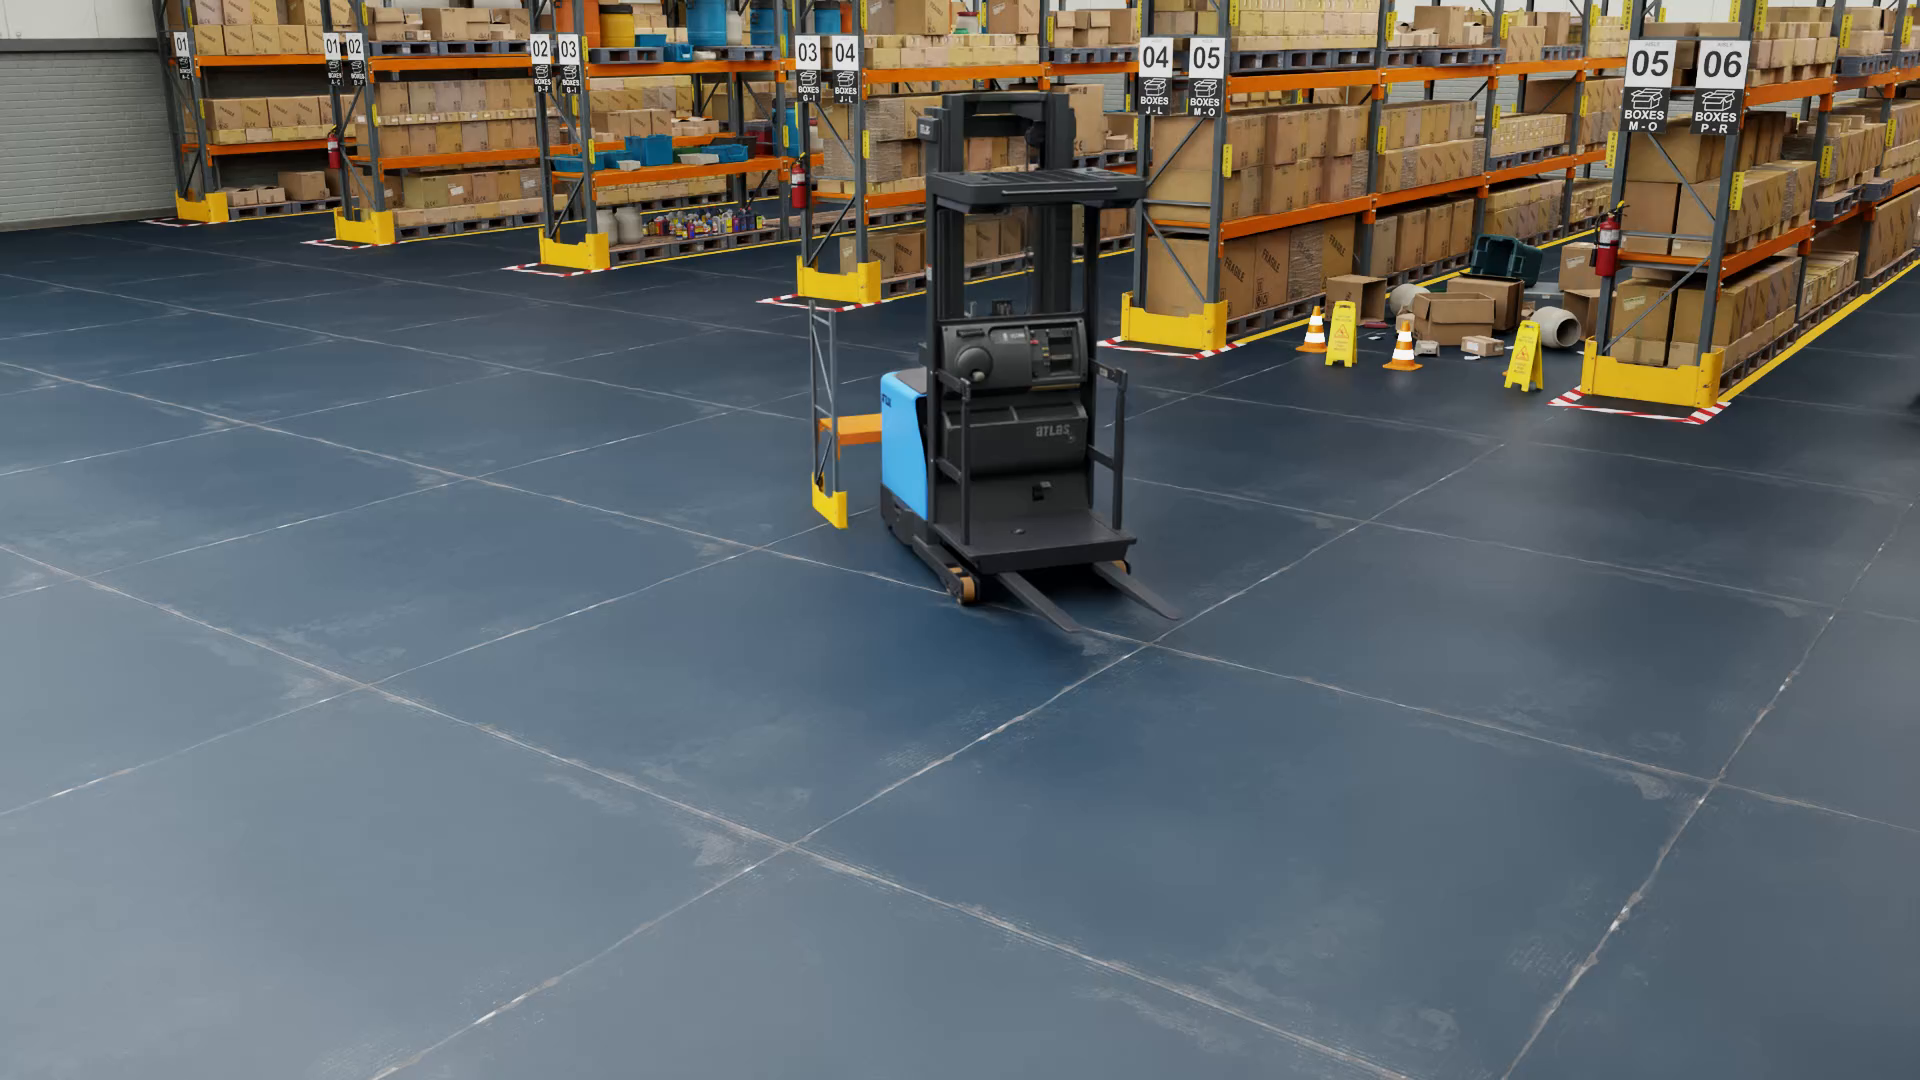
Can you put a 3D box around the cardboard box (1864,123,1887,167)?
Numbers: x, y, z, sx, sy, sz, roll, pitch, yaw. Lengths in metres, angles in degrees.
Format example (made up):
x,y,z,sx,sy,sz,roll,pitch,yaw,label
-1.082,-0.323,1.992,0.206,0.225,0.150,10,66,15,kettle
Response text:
x,y,z,sx,sy,sz,roll,pitch,yaw,label
11.094,-4.885,20.537,0.500,0.500,0.500,12,21,33,cardboard box

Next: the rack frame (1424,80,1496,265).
x,y,z,sx,sy,sz,roll,pitch,yaw,label
7.106,-5.502,23.904,1.000,3.000,0.127,12,21,35,rack frame

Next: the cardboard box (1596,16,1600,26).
x,y,z,sx,sy,sz,roll,pitch,yaw,label
10.046,-8.331,26.692,0.380,0.149,0.250,11,21,32,cardboard box

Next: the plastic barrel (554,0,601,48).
x,y,z,sx,sy,sz,roll,pitch,yaw,label
-5.374,-7.349,23.361,0.600,0.830,0.708,12,21,35,plastic barrel

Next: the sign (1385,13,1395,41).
x,y,z,sx,sy,sz,roll,pitch,yaw,label
5.169,-6.169,19.989,0.100,0.325,0.005,12,21,35,sign

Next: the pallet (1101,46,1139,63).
x,y,z,sx,sy,sz,roll,pitch,yaw,label
1.868,-7.169,24.529,1.213,0.211,1.003,12,21,35,pallet

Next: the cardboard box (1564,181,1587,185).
x,y,z,sx,sy,sz,roll,pitch,yaw,label
10.885,-6.268,29.466,0.380,0.149,0.250,11,20,32,cardboard box

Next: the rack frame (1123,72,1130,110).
x,y,z,sx,sy,sz,roll,pitch,yaw,label
3.971,-9.183,35.758,1.000,3.000,0.127,12,21,35,rack frame

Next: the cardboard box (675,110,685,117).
x,y,z,sx,sy,sz,roll,pitch,yaw,label
-6.474,-9.676,37.735,0.380,0.149,0.250,13,21,36,cardboard box

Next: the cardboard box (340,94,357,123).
x,y,z,sx,sy,sz,roll,pitch,yaw,label
-11.461,-8.085,31.176,0.500,0.500,0.500,12,21,34,cardboard box

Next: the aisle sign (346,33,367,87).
x,y,z,sx,sy,sz,roll,pitch,yaw,label
-9.331,-7.421,25.698,0.394,0.787,0.004,12,21,35,aisle sign

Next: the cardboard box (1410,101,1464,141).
x,y,z,sx,sy,sz,roll,pitch,yaw,label
6.530,-5.802,23.014,0.700,0.500,0.500,12,21,34,cardboard box

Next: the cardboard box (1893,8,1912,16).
x,y,z,sx,sy,sz,roll,pitch,yaw,label
14.302,-7.661,24.748,0.797,0.503,0.637,14,22,39,cardboard box

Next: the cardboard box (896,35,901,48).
x,y,z,sx,sy,sz,roll,pitch,yaw,label
-0.951,-6.200,20.674,0.380,0.149,0.250,12,21,34,cardboard box

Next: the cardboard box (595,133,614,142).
x,y,z,sx,sy,sz,roll,pitch,yaw,label
-6.462,-7.256,29.977,0.380,0.149,0.250,12,21,35,cardboard box

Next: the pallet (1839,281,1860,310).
x,y,z,sx,sy,sz,roll,pitch,yaw,label
10.674,-3.134,20.980,1.003,0.211,1.213,12,21,35,pallet

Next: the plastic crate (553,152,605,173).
x,y,z,sx,sy,sz,roll,pitch,yaw,label
-5.504,-5.474,24.063,0.499,0.251,0.616,12,21,35,plastic crate

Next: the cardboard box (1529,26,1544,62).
x,y,z,sx,sy,sz,roll,pitch,yaw,label
8.246,-7.312,24.505,0.500,0.500,0.500,12,21,35,cardboard box

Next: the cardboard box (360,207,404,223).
x,y,z,sx,sy,sz,roll,pitch,yaw,label
-9.456,-5.316,27.233,0.500,0.250,0.500,12,21,35,cardboard box

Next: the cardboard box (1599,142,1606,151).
x,y,z,sx,sy,sz,roll,pitch,yaw,label
10.666,-6.667,28.078,0.380,0.149,0.250,14,22,37,cardboard box

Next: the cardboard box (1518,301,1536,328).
x,y,z,sx,sy,sz,roll,pitch,yaw,label
6.549,-2.578,19.099,0.258,0.266,0.396,-1,17,-3,cardboard box

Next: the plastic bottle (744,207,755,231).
x,y,z,sx,sy,sz,roll,pitch,yaw,label
-3.331,-5.066,26.224,0.144,0.351,0.185,12,21,33,plastic bottle

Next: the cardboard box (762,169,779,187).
x,y,z,sx,sy,sz,roll,pitch,yaw,label
-3.963,-7.354,33.341,0.500,0.500,0.500,12,21,33,cardboard box

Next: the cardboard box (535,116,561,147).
x,y,z,sx,sy,sz,roll,pitch,yaw,label
-7.414,-7.142,29.017,0.700,0.500,0.500,12,21,33,cardboard box

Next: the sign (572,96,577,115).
x,y,z,sx,sy,sz,roll,pitch,yaw,label
-6.708,-7.555,28.921,0.100,0.325,0.005,12,21,35,sign

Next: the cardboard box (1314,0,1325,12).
x,y,z,sx,sy,sz,roll,pitch,yaw,label
3.856,-5.986,18.607,0.380,0.149,0.250,13,21,35,cardboard box

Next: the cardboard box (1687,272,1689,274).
x,y,z,sx,sy,sz,roll,pitch,yaw,label
7.118,-2.760,16.642,0.380,0.149,0.250,14,22,37,cardboard box

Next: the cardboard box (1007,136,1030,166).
x,y,z,sx,sy,sz,roll,pitch,yaw,label
0.481,-5.544,23.367,0.875,0.500,0.500,12,21,35,cardboard box

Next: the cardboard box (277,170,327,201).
x,y,z,sx,sy,sz,roll,pitch,yaw,label
-12.217,-6.590,30.881,0.700,0.500,0.500,11,20,31,cardboard box

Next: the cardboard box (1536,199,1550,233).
x,y,z,sx,sy,sz,roll,pitch,yaw,label
8.944,-5.119,26.176,0.500,0.500,0.500,12,21,33,cardboard box

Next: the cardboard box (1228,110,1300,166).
x,y,z,sx,sy,sz,roll,pitch,yaw,label
3.288,-4.522,18.675,0.875,0.550,0.550,12,21,35,cardboard box

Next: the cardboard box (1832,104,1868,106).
x,y,z,sx,sy,sz,roll,pitch,yaw,label
11.840,-5.587,22.323,0.500,0.500,0.500,12,21,35,cardboard box

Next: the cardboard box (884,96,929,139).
x,y,z,sx,sy,sz,roll,pitch,yaw,label
-0.734,-5.365,21.107,0.500,0.500,0.500,12,21,35,cardboard box

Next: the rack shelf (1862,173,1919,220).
x,y,z,sx,sy,sz,roll,pitch,yaw,label
12.333,-4.784,22.806,1.077,0.370,4.000,12,21,35,rack shelf

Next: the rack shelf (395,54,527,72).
x,y,z,sx,sy,sz,roll,pitch,yaw,label
-9.943,-9.641,33.388,1.077,0.370,4.000,12,21,35,rack shelf

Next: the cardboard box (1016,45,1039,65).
x,y,z,sx,sy,sz,roll,pitch,yaw,label
0.737,-6.656,22.816,0.500,0.250,0.500,13,22,37,cardboard box

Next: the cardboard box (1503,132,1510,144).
x,y,z,sx,sy,sz,roll,pitch,yaw,label
7.871,-5.934,24.507,0.380,0.149,0.250,12,21,33,cardboard box

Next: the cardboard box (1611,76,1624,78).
x,y,z,sx,sy,sz,roll,pitch,yaw,label
11.497,-7.801,28.952,0.500,0.500,0.500,12,21,33,cardboard box

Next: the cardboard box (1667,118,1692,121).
x,y,z,sx,sy,sz,roll,pitch,yaw,label
7.032,-3.833,16.172,0.700,0.500,0.500,12,21,34,cardboard box

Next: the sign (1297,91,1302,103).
x,y,z,sx,sy,sz,roll,pitch,yaw,label
6.007,-7.777,29.411,0.100,0.325,0.005,12,21,35,sign

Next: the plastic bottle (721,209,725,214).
x,y,z,sx,sy,sz,roll,pitch,yaw,label
-3.805,-5.139,26.574,0.061,0.283,0.133,12,21,35,plastic bottle

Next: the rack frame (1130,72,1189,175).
x,y,z,sx,sy,sz,roll,pitch,yaw,label
3.182,-6.403,26.804,1.000,3.000,0.127,12,21,35,rack frame

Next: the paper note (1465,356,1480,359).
x,y,z,sx,sy,sz,roll,pitch,yaw,label
5.339,-1.905,17.327,0.148,0.019,0.142,5,18,16,paper note

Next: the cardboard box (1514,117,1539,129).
x,y,z,sx,sy,sz,roll,pitch,yaw,label
8.629,-6.379,25.441,0.380,0.149,0.250,11,21,32,cardboard box

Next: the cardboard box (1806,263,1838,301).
x,y,z,sx,sy,sz,roll,pitch,yaw,label
9.907,-3.108,19.916,0.950,0.372,0.625,13,22,36,cardboard box

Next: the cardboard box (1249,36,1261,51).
x,y,z,sx,sy,sz,roll,pitch,yaw,label
2.952,-5.244,17.560,0.380,0.149,0.250,13,21,35,cardboard box

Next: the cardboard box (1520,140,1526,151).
x,y,z,sx,sy,sz,roll,pitch,yaw,label
8.323,-5.970,25.126,0.380,0.149,0.250,13,21,35,cardboard box

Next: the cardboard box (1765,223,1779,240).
x,y,z,sx,sy,sz,roll,pitch,yaw,label
7.908,-3.083,16.536,0.380,0.149,0.250,13,21,35,cardboard box

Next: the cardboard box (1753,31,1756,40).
x,y,z,sx,sy,sz,roll,pitch,yaw,label
6.888,-4.551,14.862,0.380,0.149,0.250,12,21,34,cardboard box

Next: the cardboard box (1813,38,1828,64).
x,y,z,sx,sy,sz,roll,pitch,yaw,label
8.411,-4.929,16.751,0.500,0.250,0.500,12,21,34,cardboard box

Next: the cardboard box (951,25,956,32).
x,y,z,sx,sy,sz,roll,pitch,yaw,label
-0.403,-11.373,37.160,0.500,0.250,0.500,12,21,35,cardboard box

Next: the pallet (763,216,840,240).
x,y,z,sx,sy,sz,roll,pitch,yaw,label
-2.742,-5.188,27.593,1.003,0.211,1.213,12,21,35,pallet

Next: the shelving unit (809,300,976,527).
x,y,z,sx,sy,sz,roll,pitch,yaw,label
-0.462,-0.942,11.748,1.083,1.500,0.587,-7,19,-21,shelving unit

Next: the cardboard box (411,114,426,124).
x,y,z,sx,sy,sz,roll,pitch,yaw,label
-8.826,-6.784,26.770,0.380,0.149,0.250,13,21,35,cardboard box

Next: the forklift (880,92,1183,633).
x,y,z,sx,sy,sz,roll,pitch,yaw,label
0.411,-1.151,10.007,1.130,2.935,3.031,-6,18,-18,forklift

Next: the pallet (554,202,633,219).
x,y,z,sx,sy,sz,roll,pitch,yaw,label
-6.747,-6.052,30.377,1.003,0.211,1.213,12,21,35,pallet
